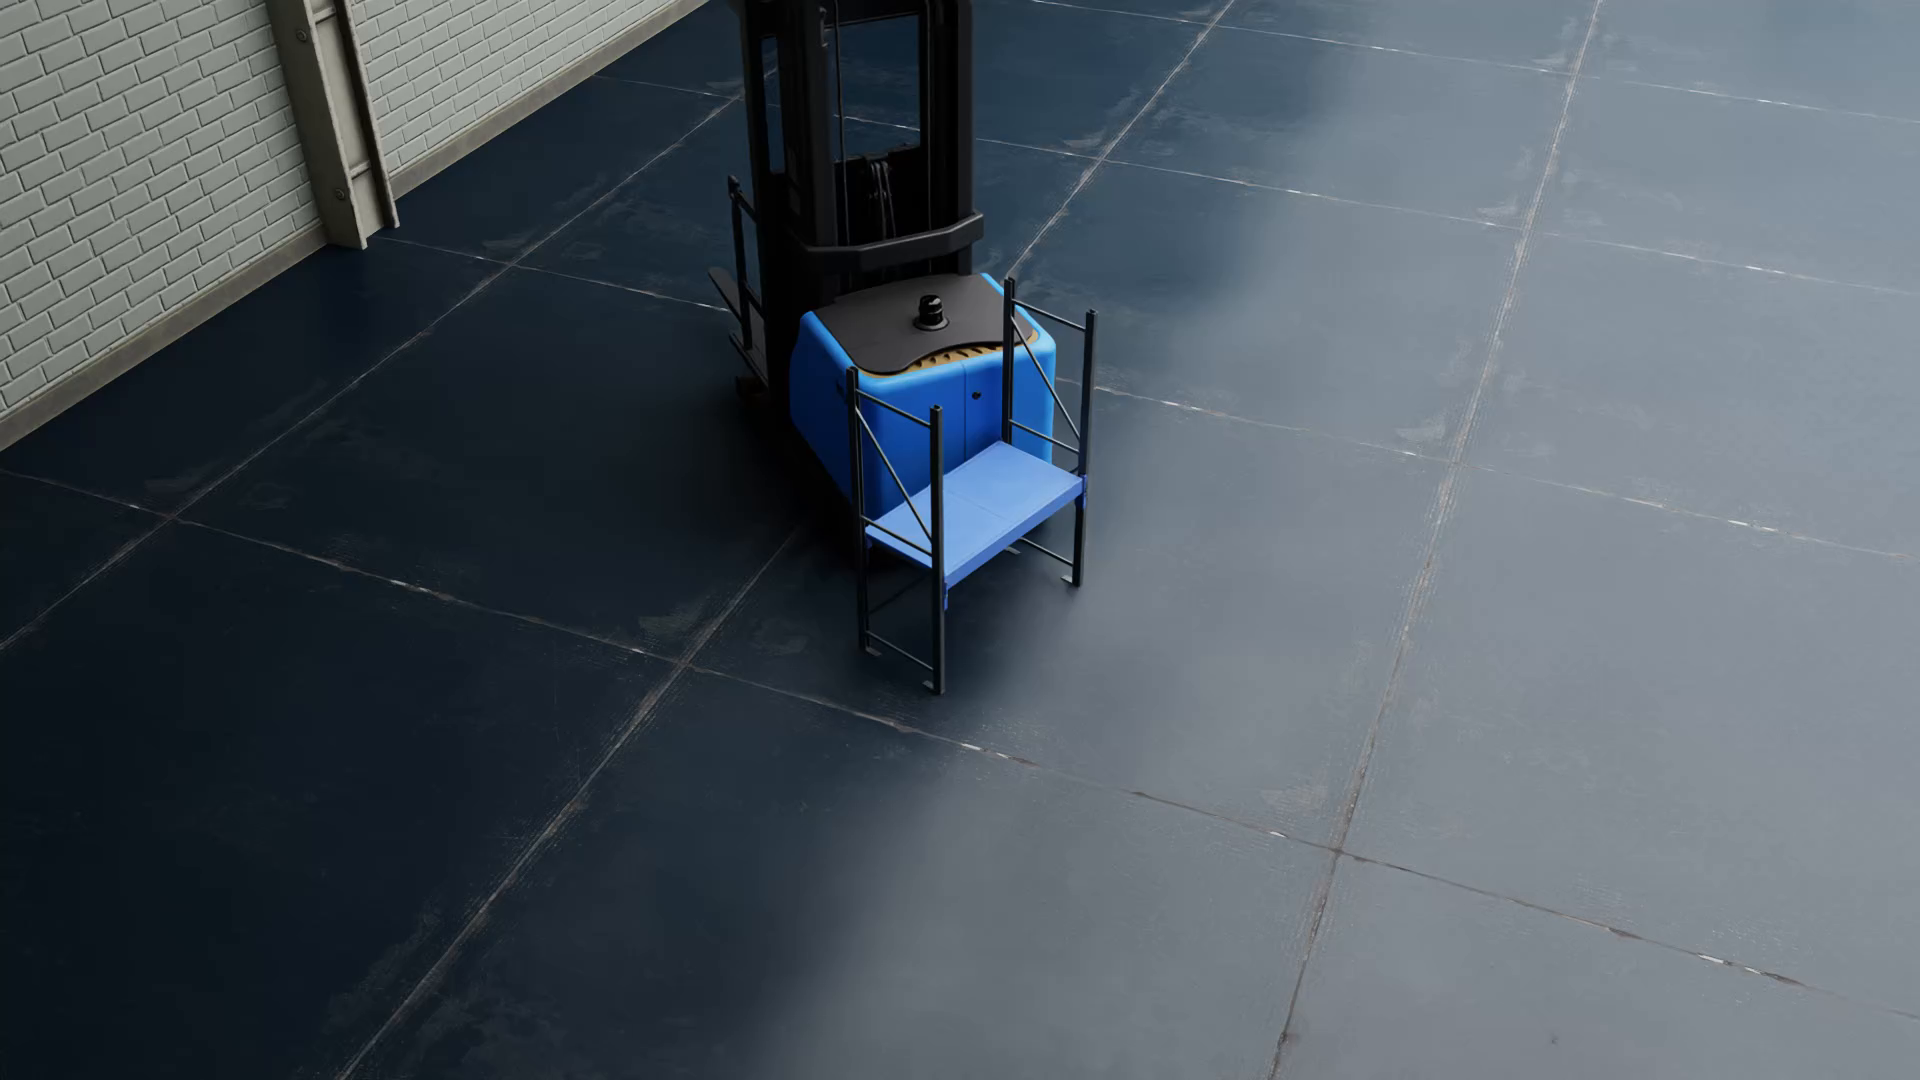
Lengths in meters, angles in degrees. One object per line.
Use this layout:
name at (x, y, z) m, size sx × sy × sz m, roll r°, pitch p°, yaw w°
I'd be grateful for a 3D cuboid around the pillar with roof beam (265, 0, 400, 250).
pillar with roof beam at (-0.001, -4.670, 7.083) m, size 9.100 × 9.000 × 0.400 m, roll 14°, pitch 39°, yaw 18°

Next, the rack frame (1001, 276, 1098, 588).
rack frame at (0.396, -0.473, 7.731) m, size 0.500 × 1.500 × 0.032 m, roll 27°, pitch 45°, yaw 31°

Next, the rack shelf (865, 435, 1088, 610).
rack shelf at (0.064, -0.098, 7.530) m, size 0.538 × 0.185 × 1.000 m, roll 27°, pitch 45°, yaw 31°

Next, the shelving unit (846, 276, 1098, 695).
shelving unit at (0.064, -0.242, 7.422) m, size 0.538 × 1.500 × 1.048 m, roll 27°, pitch 45°, yaw 31°

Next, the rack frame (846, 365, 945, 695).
rack frame at (-0.267, -0.011, 7.114) m, size 0.500 × 1.500 × 0.032 m, roll 27°, pitch 45°, yaw 31°

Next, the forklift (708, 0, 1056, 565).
forklift at (-0.607, -1.927, 8.482) m, size 1.130 × 2.935 × 3.031 m, roll -15°, pitch 39°, yaw -20°
